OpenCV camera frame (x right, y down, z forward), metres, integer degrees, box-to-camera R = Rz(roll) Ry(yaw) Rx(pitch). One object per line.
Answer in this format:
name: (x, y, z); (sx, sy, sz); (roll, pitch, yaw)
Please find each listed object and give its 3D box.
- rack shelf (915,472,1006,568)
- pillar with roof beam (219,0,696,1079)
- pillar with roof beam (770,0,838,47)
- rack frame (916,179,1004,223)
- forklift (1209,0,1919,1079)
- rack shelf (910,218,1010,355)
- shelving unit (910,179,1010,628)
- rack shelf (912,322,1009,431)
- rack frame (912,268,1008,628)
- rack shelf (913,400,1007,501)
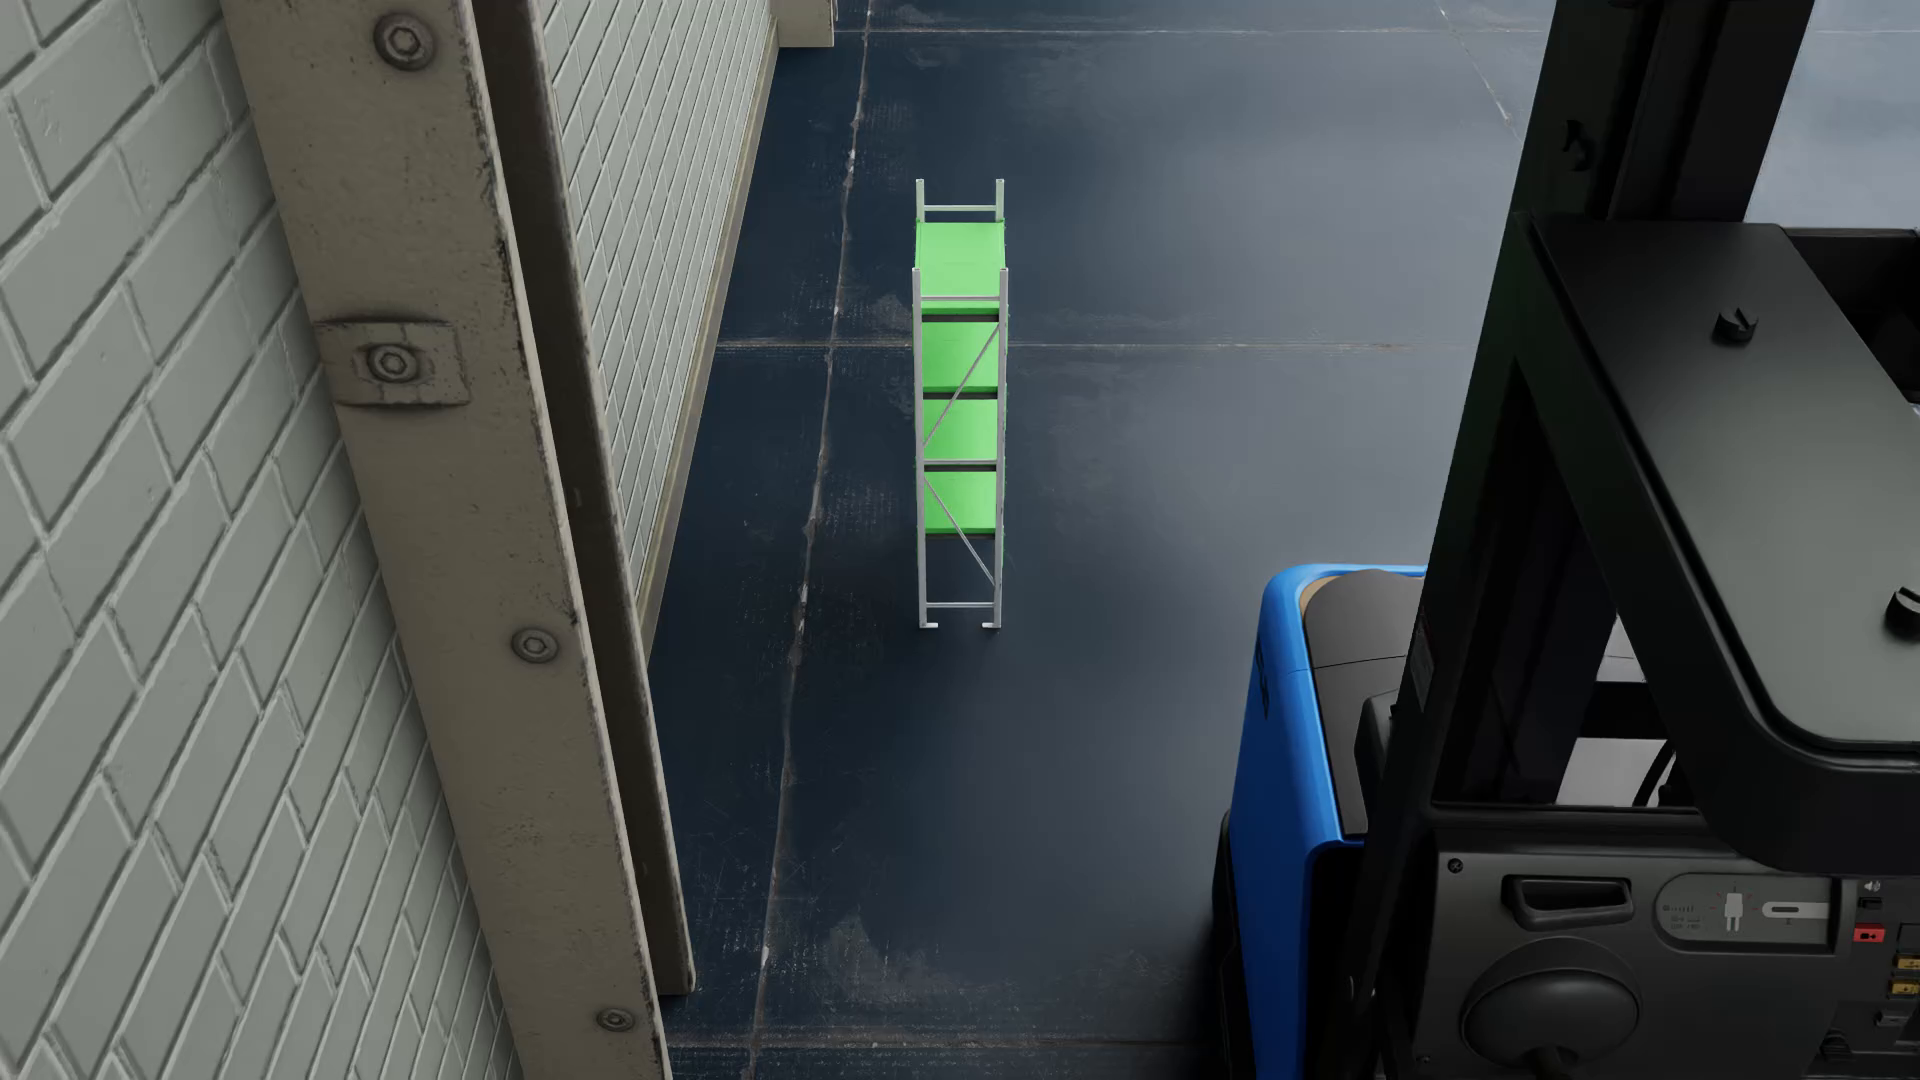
rack shelf: (0.000, -0.128, 4.936); (0.258, 0.148, 0.480); (0, 39, 0)
pillar with roof beam: (3.522, -2.358, 0.996); (9.100, 9.000, 0.400); (0, 39, 0)
pillar with roof beam: (3.515, -6.110, 5.678); (9.100, 9.000, 0.400); (0, 39, 0)
rack frame: (0.000, -0.517, 4.936); (0.240, 1.200, 0.015); (0, 39, 0)
forklift: (1.089, 0.671, 2.069); (1.130, 2.935, 3.031); (1, 39, 2)
rack shelf: (0.000, -0.689, 4.485); (0.258, 0.148, 0.480); (0, 39, 0)
shelving unit: (0.000, -0.365, 4.746); (0.258, 1.200, 0.503); (0, 39, 0)
rack shelf: (0.000, -0.502, 4.635); (0.258, 0.148, 0.480); (0, 39, 0)
rack frame: (0.001, -0.212, 4.555); (0.240, 1.200, 0.015); (0, 39, 0)
rack shelf: (0.000, -0.315, 4.786); (0.258, 0.148, 0.480); (0, 39, 0)
